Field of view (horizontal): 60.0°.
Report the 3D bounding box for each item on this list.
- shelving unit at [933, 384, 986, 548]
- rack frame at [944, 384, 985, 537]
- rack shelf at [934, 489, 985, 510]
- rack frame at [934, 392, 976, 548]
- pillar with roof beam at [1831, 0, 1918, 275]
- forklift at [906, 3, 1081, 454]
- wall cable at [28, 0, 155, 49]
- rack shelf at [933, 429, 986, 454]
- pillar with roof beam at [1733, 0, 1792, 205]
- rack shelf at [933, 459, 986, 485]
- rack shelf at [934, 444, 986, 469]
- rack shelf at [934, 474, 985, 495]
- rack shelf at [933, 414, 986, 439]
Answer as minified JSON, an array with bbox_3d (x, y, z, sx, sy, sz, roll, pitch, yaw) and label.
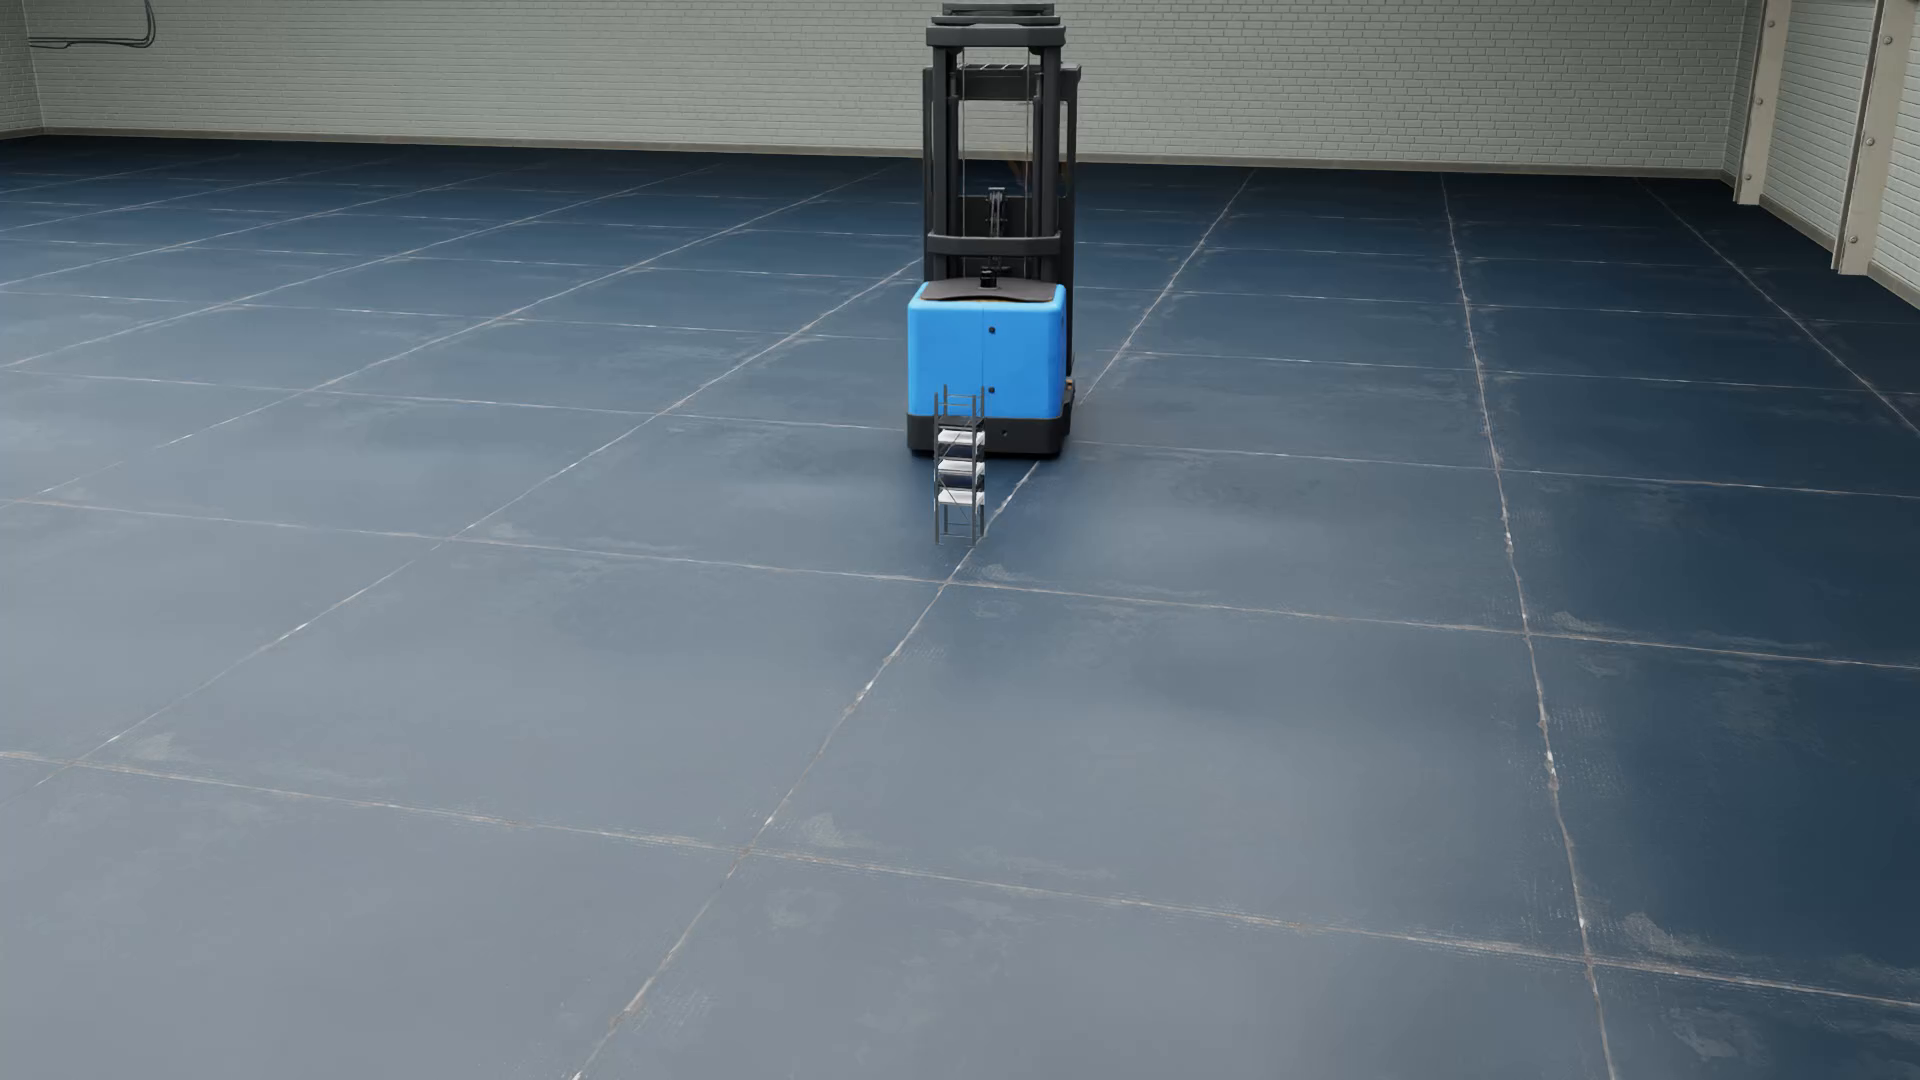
[{"bbox_3d":[-0.002,-0.423,9.535,0.258,0.900,0.210,5,19,13],"label":"shelving unit"},{"bbox_3d":[0.023,-0.455,9.628,0.240,0.900,0.006,5,19,13],"label":"rack frame"},{"bbox_3d":[-0.002,-0.221,9.604,0.258,0.077,0.200,5,19,13],"label":"rack shelf"},{"bbox_3d":[-0.027,-0.391,9.441,0.240,0.900,0.006,5,19,13],"label":"rack frame"},{"bbox_3d":[5.652,-7.559,17.897,9.100,9.000,0.400,5,19,13],"label":"pillar with roof beam"},{"bbox_3d":[0.305,-2.399,12.178,1.130,2.935,3.031,2,19,6],"label":"forklift"},{"bbox_3d":[-17.251,-10.937,32.590,3.097,2.526,0.112,5,19,13],"label":"wall cable"},{"bbox_3d":[-0.002,-0.562,9.487,0.258,0.077,0.200,5,19,13],"label":"rack shelf"},{"bbox_3d":[7.118,-9.440,23.403,9.100,9.000,0.400,5,19,13],"label":"pillar with roof beam"},{"bbox_3d":[-0.002,-0.392,9.545,0.258,0.077,0.200,5,19,13],"label":"rack shelf"},{"bbox_3d":[-0.002,-0.477,9.516,0.258,0.077,0.200,5,19,13],"label":"rack shelf"},{"bbox_3d":[-0.002,-0.307,9.575,0.258,0.077,0.200,5,19,13],"label":"rack shelf"},{"bbox_3d":[-0.002,-0.647,9.458,0.258,0.077,0.200,5,19,13],"label":"rack shelf"}]
